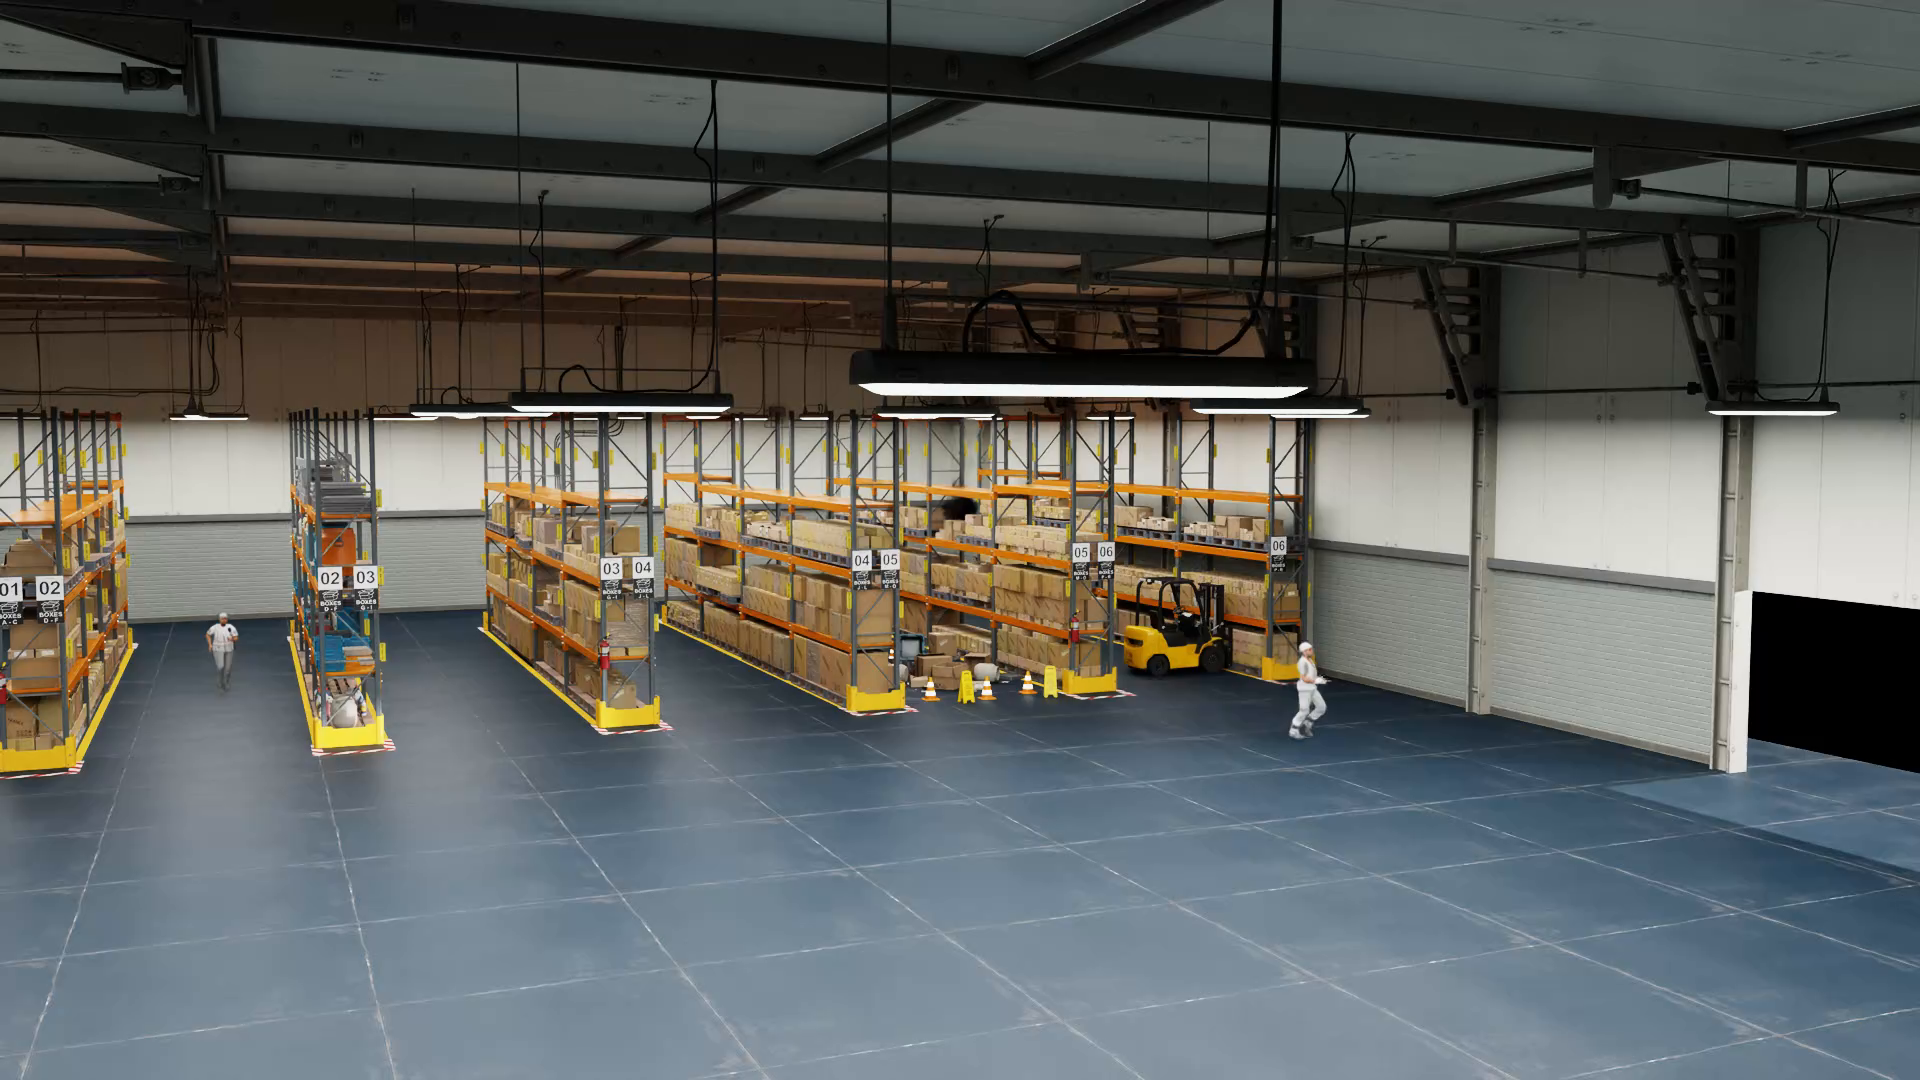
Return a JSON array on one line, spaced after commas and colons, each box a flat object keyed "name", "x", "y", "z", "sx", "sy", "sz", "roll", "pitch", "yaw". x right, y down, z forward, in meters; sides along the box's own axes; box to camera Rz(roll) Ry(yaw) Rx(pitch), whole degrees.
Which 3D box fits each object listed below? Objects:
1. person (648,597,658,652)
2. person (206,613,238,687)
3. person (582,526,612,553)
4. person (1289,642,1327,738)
[{"name": "person", "x": -7.823, "y": 1.947, "z": 41.248, "sx": 0.723, "sy": 1.795, "sz": 0.864, "roll": -2, "pitch": 5, "yaw": -30}, {"name": "person", "x": -15.694, "y": 2.327, "z": 35.450, "sx": 0.577, "sy": 1.550, "sz": 0.679, "roll": -3, "pitch": 5, "yaw": -37}, {"name": "person", "x": -5.082, "y": 0.944, "z": 42.030, "sx": 7.974, "sy": 3.713, "sz": 18.168, "roll": 3, "pitch": 5, "yaw": 35}, {"name": "person", "x": 6.318, "y": 2.721, "z": 30.035, "sx": 0.694, "sy": 1.754, "sz": 0.637, "roll": 3, "pitch": 5, "yaw": 33}]
